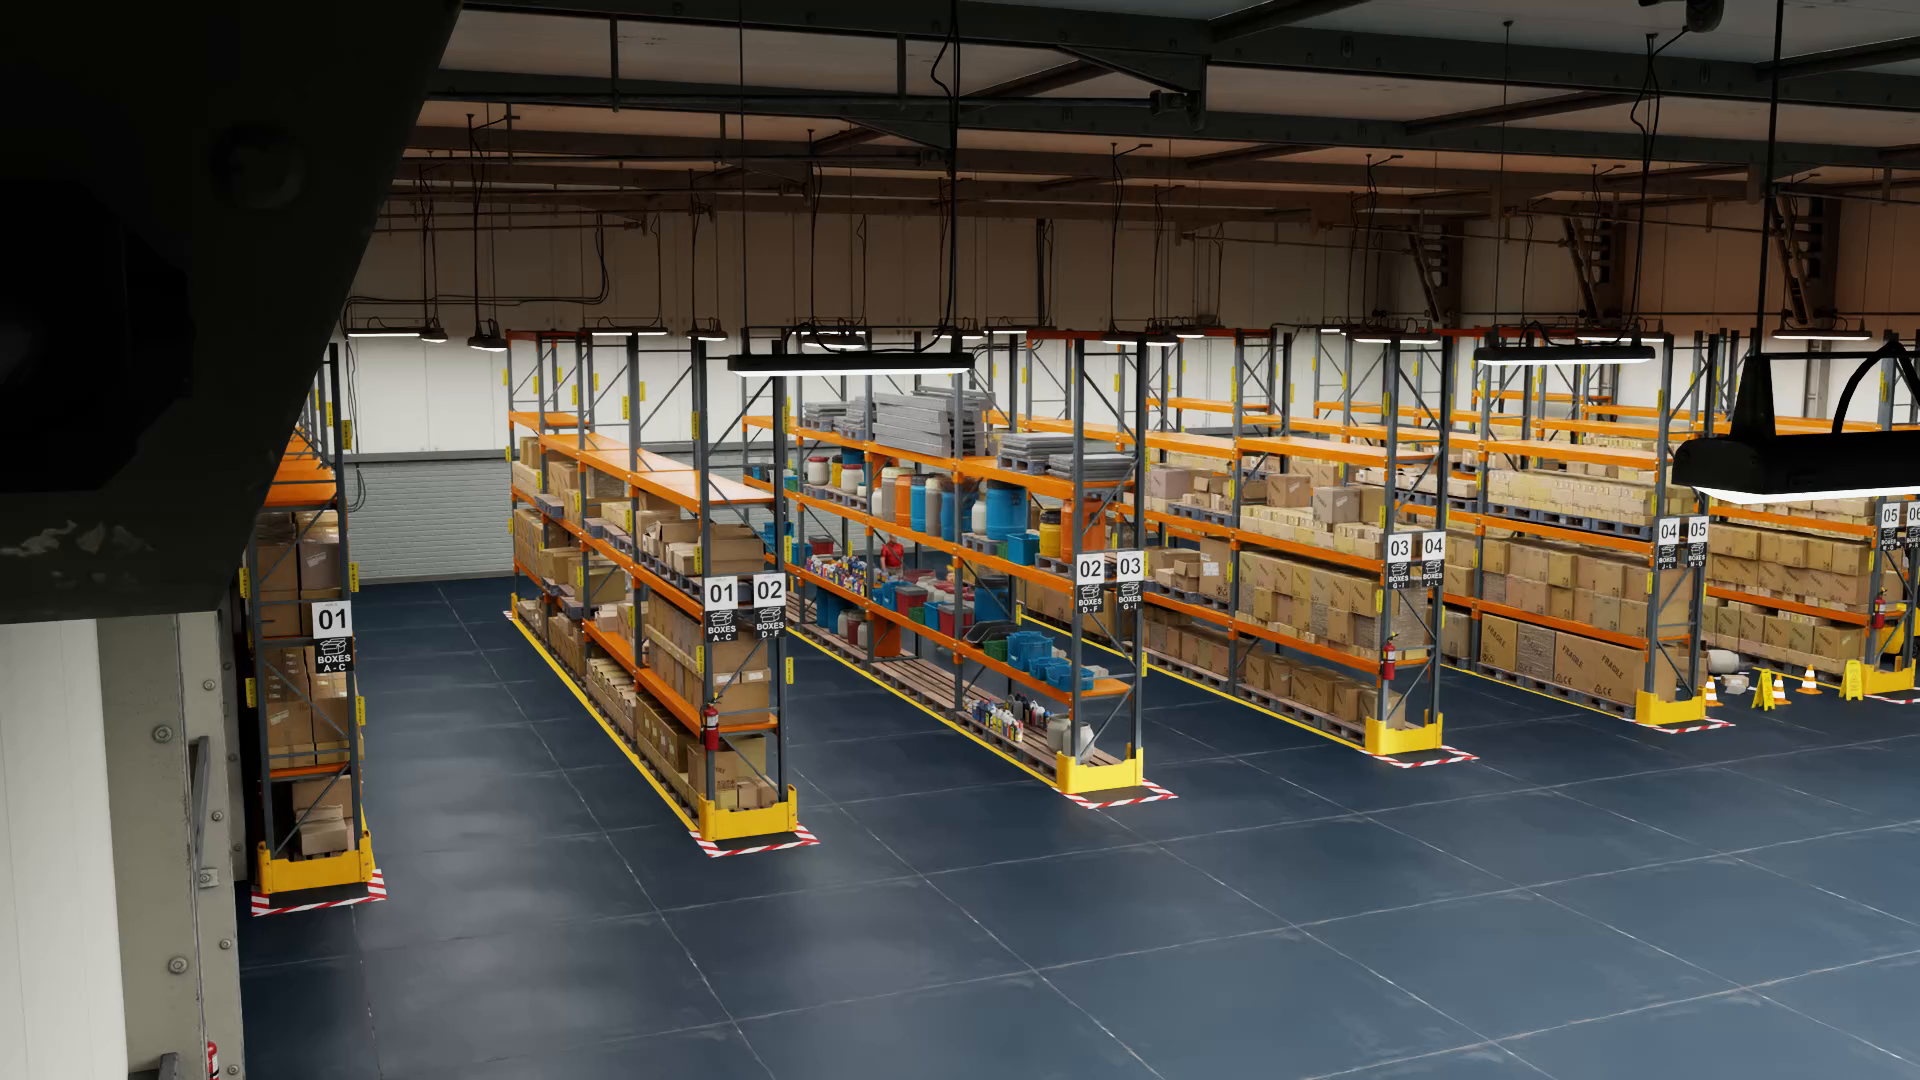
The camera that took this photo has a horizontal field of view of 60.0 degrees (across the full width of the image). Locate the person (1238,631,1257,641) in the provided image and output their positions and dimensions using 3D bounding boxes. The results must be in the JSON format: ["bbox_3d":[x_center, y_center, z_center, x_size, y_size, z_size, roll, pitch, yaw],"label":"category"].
[{"bbox_3d":[5.319,1.327,30.769,0.752,1.686,0.631,-2,8,-14],"label":"person"}]

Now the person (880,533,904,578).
[{"bbox_3d":[-1.424,0.657,35.545,0.597,1.650,1.099,-4,9,-26],"label":"person"}]

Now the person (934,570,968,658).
[{"bbox_3d":[-0.174,1.349,30.728,0.498,1.611,1.082,-4,9,-27],"label":"person"}]

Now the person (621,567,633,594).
[{"bbox_3d":[-6.763,0.955,33.767,0.617,1.589,0.682,-2,8,-13],"label":"person"}]
